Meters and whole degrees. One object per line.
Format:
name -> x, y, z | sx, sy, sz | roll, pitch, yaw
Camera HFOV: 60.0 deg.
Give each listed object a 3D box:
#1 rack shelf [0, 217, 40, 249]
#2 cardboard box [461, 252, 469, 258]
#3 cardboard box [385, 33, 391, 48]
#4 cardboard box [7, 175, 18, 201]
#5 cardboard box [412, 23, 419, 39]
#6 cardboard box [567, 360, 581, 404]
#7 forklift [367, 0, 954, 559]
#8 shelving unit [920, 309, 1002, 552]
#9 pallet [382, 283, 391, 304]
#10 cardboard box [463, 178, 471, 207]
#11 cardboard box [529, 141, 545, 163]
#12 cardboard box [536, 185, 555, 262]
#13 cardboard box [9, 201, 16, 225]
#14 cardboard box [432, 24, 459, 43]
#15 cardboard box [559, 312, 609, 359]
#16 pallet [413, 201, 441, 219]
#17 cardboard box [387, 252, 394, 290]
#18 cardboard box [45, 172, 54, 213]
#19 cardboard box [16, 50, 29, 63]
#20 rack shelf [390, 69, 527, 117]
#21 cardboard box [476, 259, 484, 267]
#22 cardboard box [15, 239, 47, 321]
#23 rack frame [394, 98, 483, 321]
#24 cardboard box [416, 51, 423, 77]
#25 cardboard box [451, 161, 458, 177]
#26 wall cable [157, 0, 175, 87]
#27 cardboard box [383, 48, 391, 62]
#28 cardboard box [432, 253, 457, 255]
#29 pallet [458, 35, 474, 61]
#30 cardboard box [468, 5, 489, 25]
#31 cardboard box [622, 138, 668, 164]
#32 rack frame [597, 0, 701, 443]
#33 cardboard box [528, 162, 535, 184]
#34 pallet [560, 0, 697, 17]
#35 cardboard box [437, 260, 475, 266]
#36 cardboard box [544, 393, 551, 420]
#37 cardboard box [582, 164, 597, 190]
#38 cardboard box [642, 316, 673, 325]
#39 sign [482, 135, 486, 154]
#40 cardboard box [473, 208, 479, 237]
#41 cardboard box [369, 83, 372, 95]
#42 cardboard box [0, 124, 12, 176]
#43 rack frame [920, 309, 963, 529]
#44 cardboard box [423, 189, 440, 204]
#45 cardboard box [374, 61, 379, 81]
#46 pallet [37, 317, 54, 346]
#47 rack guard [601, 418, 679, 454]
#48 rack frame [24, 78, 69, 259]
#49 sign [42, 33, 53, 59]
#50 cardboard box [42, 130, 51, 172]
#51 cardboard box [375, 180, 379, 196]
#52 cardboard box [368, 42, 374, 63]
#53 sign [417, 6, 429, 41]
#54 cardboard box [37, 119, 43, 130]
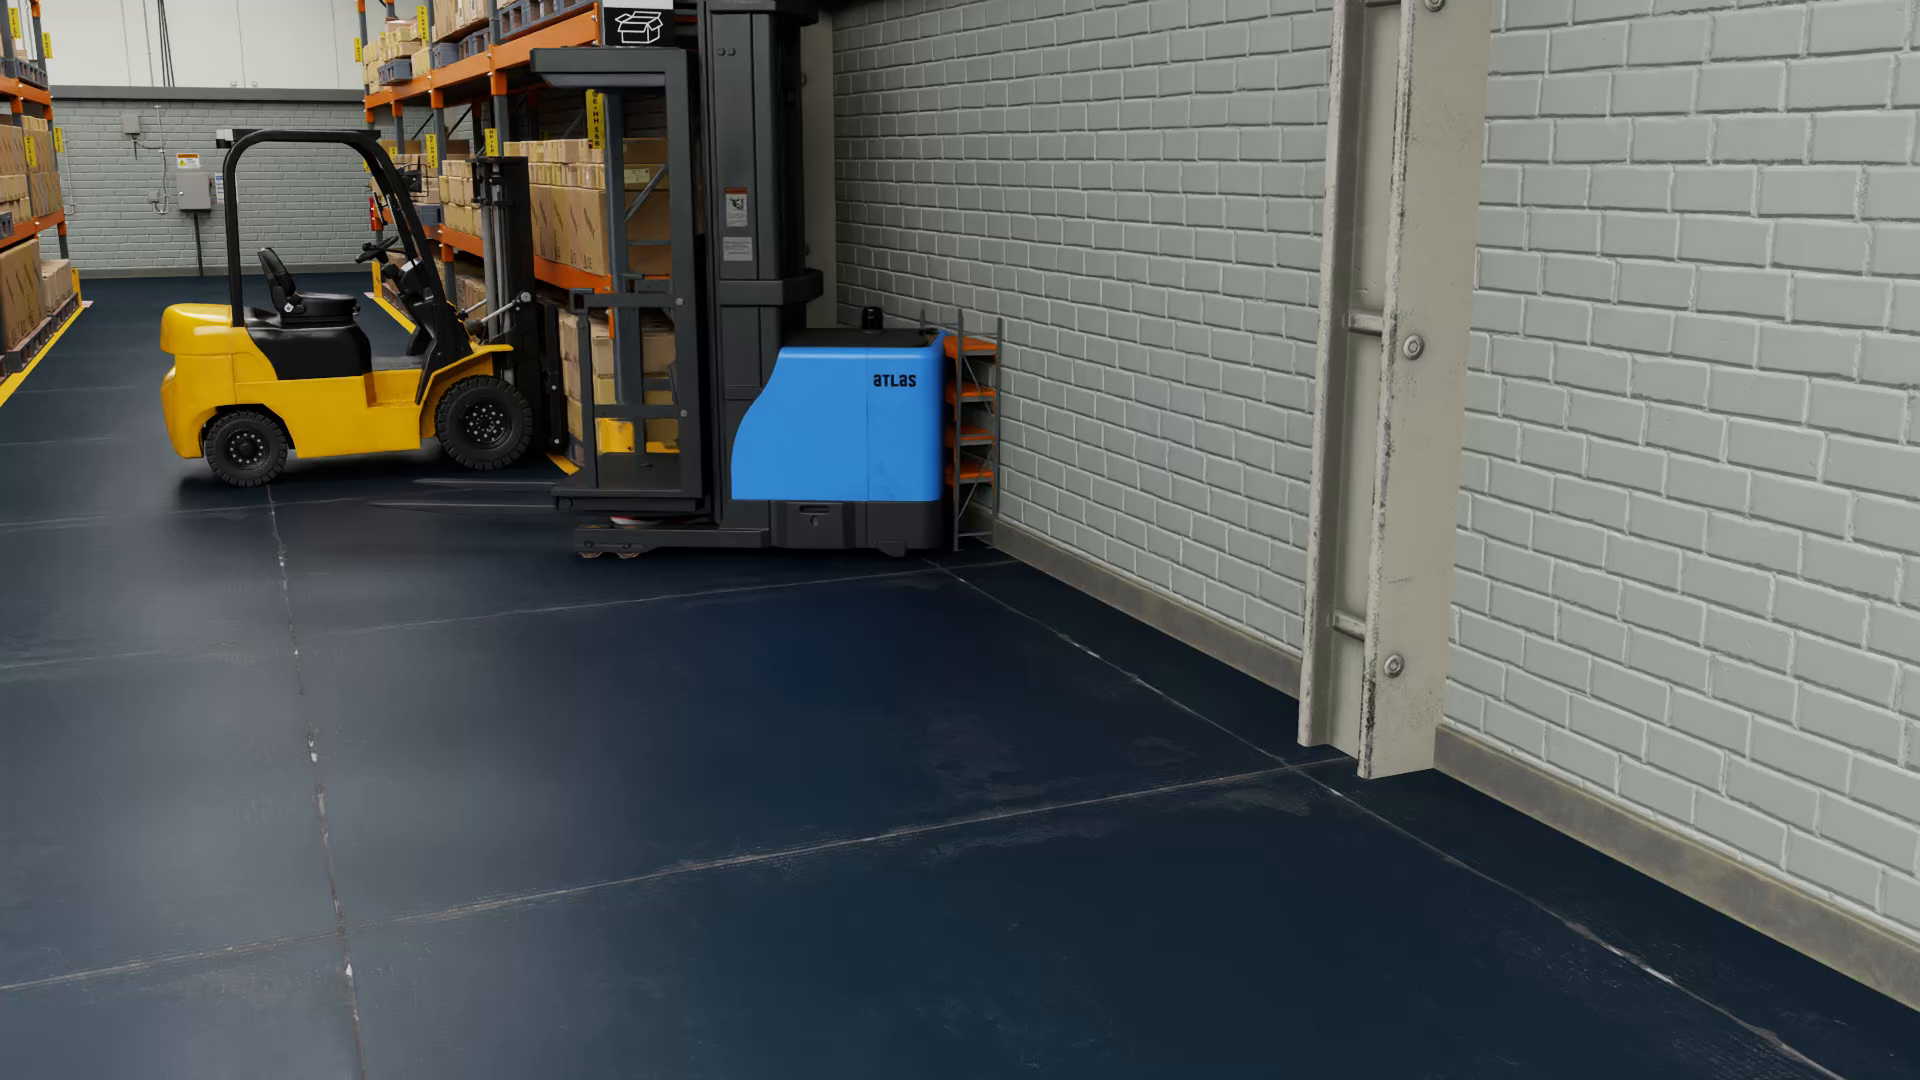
rack shelf -> -10.105, -3.009, 16.815 | 1.077, 0.370, 4.000 | -6, 14, -23
cardboard box -> -5.837, -3.421, 20.172 | 0.380, 0.149, 0.250 | -6, 14, -23
cardboard box -> -6.407, -5.753, 19.167 | 0.380, 0.149, 0.250 | -6, 14, -24
cardboard box -> -9.866, -3.561, 16.827 | 0.500, 0.250, 0.500 | -5, 14, -22
cardboard box -> -5.582, -5.384, 17.615 | 0.380, 0.149, 0.250 | -6, 14, -24
cardboard box -> -2.225, -1.028, 10.718 | 0.500, 0.250, 0.500 | -6, 14, -24
forklift -> -1.568, -1.451, 8.637 | 3.031, 2.935, 1.130 | 1, 13, 4
shelving unit -> -0.010, -0.587, 8.728 | 0.258, 1.200, 0.503 | -5, 14, -24
pallet -> -7.611, -3.509, 23.566 | 1.003, 0.211, 1.213 | -6, 14, -23
cardboard box -> -4.183, -3.136, 14.990 | 0.500, 0.250, 0.500 | -5, 14, -22
cardboard box -> -2.863, -2.775, 11.887 | 0.380, 0.149, 0.250 | -6, 14, -24
cardboard box -> -2.606, -2.186, 11.442 | 0.500, 0.500, 0.500 | -6, 14, -23
cardboard box -> -9.897, -3.312, 16.862 | 0.500, 0.250, 0.500 | -6, 14, -23
cardboard box -> -4.896, -4.897, 16.089 | 0.380, 0.166, 0.250 | -6, 14, -23
cardboard box -> -2.444, -1.370, 11.087 | 0.500, 0.250, 0.500 | -5, 14, -22
pallet -> -5.540, -3.704, 18.645 | 1.003, 0.211, 1.213 | -6, 14, -23
cardboard box -> -7.497, -3.720, 22.904 | 0.700, 0.500, 0.500 | -5, 14, -21
cardboard box -> -11.451, -4.256, 20.386 | 0.500, 0.500, 0.500 | -5, 14, -21
cardboard box -> -12.245, -6.156, 21.343 | 0.500, 0.250, 0.500 | -7, 15, -28
rack shelf -> -5.558, -4.920, 18.417 | 1.077, 0.370, 4.000 | -6, 14, -23
cardboard box -> -5.247, -3.097, 18.771 | 0.380, 0.149, 0.250 | -6, 14, -23
cardboard box -> -10.584, -2.822, 18.189 | 0.875, 0.875, 0.875 | -5, 14, -21
rack frame -> -6.359, -4.222, 20.460 | 1.000, 3.000, 0.127 | -6, 14, -23
cardboard box -> -5.387, -4.972, 17.380 | 0.500, 0.250, 0.500 | -6, 14, -23
cardboard box -> -4.665, -3.562, 15.948 | 0.380, 0.149, 0.250 | -5, 14, -21
wall cable -> -11.787, -9.001, 27.722 | 2.988, 3.039, 0.133 | -6, 14, -23
cardboard box -> -6.532, -5.660, 19.425 | 0.380, 0.149, 0.250 | -5, 14, -22
cardboard box -> -6.164, -3.324, 19.755 | 0.380, 0.149, 0.250 | -6, 15, -26
pallet -> -3.953, -4.402, 15.004 | 1.003, 0.211, 1.213 | -5, 14, -20
cardboard box -> -3.873, -4.361, 13.813 | 0.380, 0.149, 0.250 | -6, 14, -23
cardboard box -> -1.889, -2.307, 9.867 | 0.380, 0.149, 0.250 | -6, 14, -23
rack frame -> -1.552, -1.743, 9.748 | 1.000, 3.000, 0.127 | -6, 14, -23
cardboard box -> -2.898, -2.628, 11.911 | 0.380, 0.149, 0.250 | -6, 14, -24
pallet -> -1.812, -3.310, 10.061 | 1.003, 0.211, 1.213 | -6, 14, -23
cardboard box -> -5.554, -3.000, 18.352 | 0.380, 0.149, 0.250 | -6, 14, -24
cardboard box -> -2.641, -0.989, 11.659 | 0.500, 0.250, 0.500 | -5, 14, -21
cardboard box -> -2.078, -2.204, 10.080 | 0.380, 0.149, 0.250 | -5, 14, -22
cardboard box -> -1.775, -1.314, 10.845 | 0.500, 0.250, 0.500 | -6, 14, -23
sign -> -5.852, -4.837, 20.549 | 0.100, 0.325, 0.005 | -6, 14, -23
cardboard box -> -3.974, -2.785, 14.585 | 0.500, 0.250, 0.500 | -6, 14, -23
cardboard box -> -7.825, -6.133, 22.623 | 0.380, 0.149, 0.250 | -5, 14, -22
cardboard box -> -9.877, -3.921, 16.719 | 0.500, 0.500, 0.500 | -5, 14, -22
rack frame -> -0.110, -0.639, 8.944 | 0.240, 1.200, 0.015 | -5, 14, -24
cardboard box -> -5.372, -3.579, 17.307 | 0.380, 0.149, 0.250 | -5, 14, -22
cardboard box -> -7.390, -6.151, 21.813 | 0.500, 0.250, 0.500 | -6, 14, -24
pallet -> -10.528, -2.262, 18.174 | 1.003, 0.211, 1.213 | -6, 14, -23
rack guard -> -1.543, -0.520, 10.008 | 1.175, 0.500, 0.348 | -6, 14, -23
rack frame -> -12.508, -4.599, 22.090 | 1.000, 3.000, 0.127 | -6, 14, -23
sign -> -12.005, -6.500, 21.860 | 0.100, 0.325, 0.005 | -6, 14, -23
cardboard box -> -11.665, -4.849, 20.731 | 0.500, 0.500, 0.500 | -6, 14, -23
cardboard box -> -7.825, -4.898, 23.054 | 0.500, 0.250, 0.500 | -5, 14, -22
cardboard box -> -7.614, -6.502, 22.221 | 0.500, 0.250, 0.500 | -6, 14, -24
sign -> -5.255, -5.060, 16.283 | 0.100, 0.325, 0.005 | -6, 14, -23
cardboard box -> -11.813, -5.243, 20.995 | 0.380, 0.149, 0.250 | -5, 14, -22
